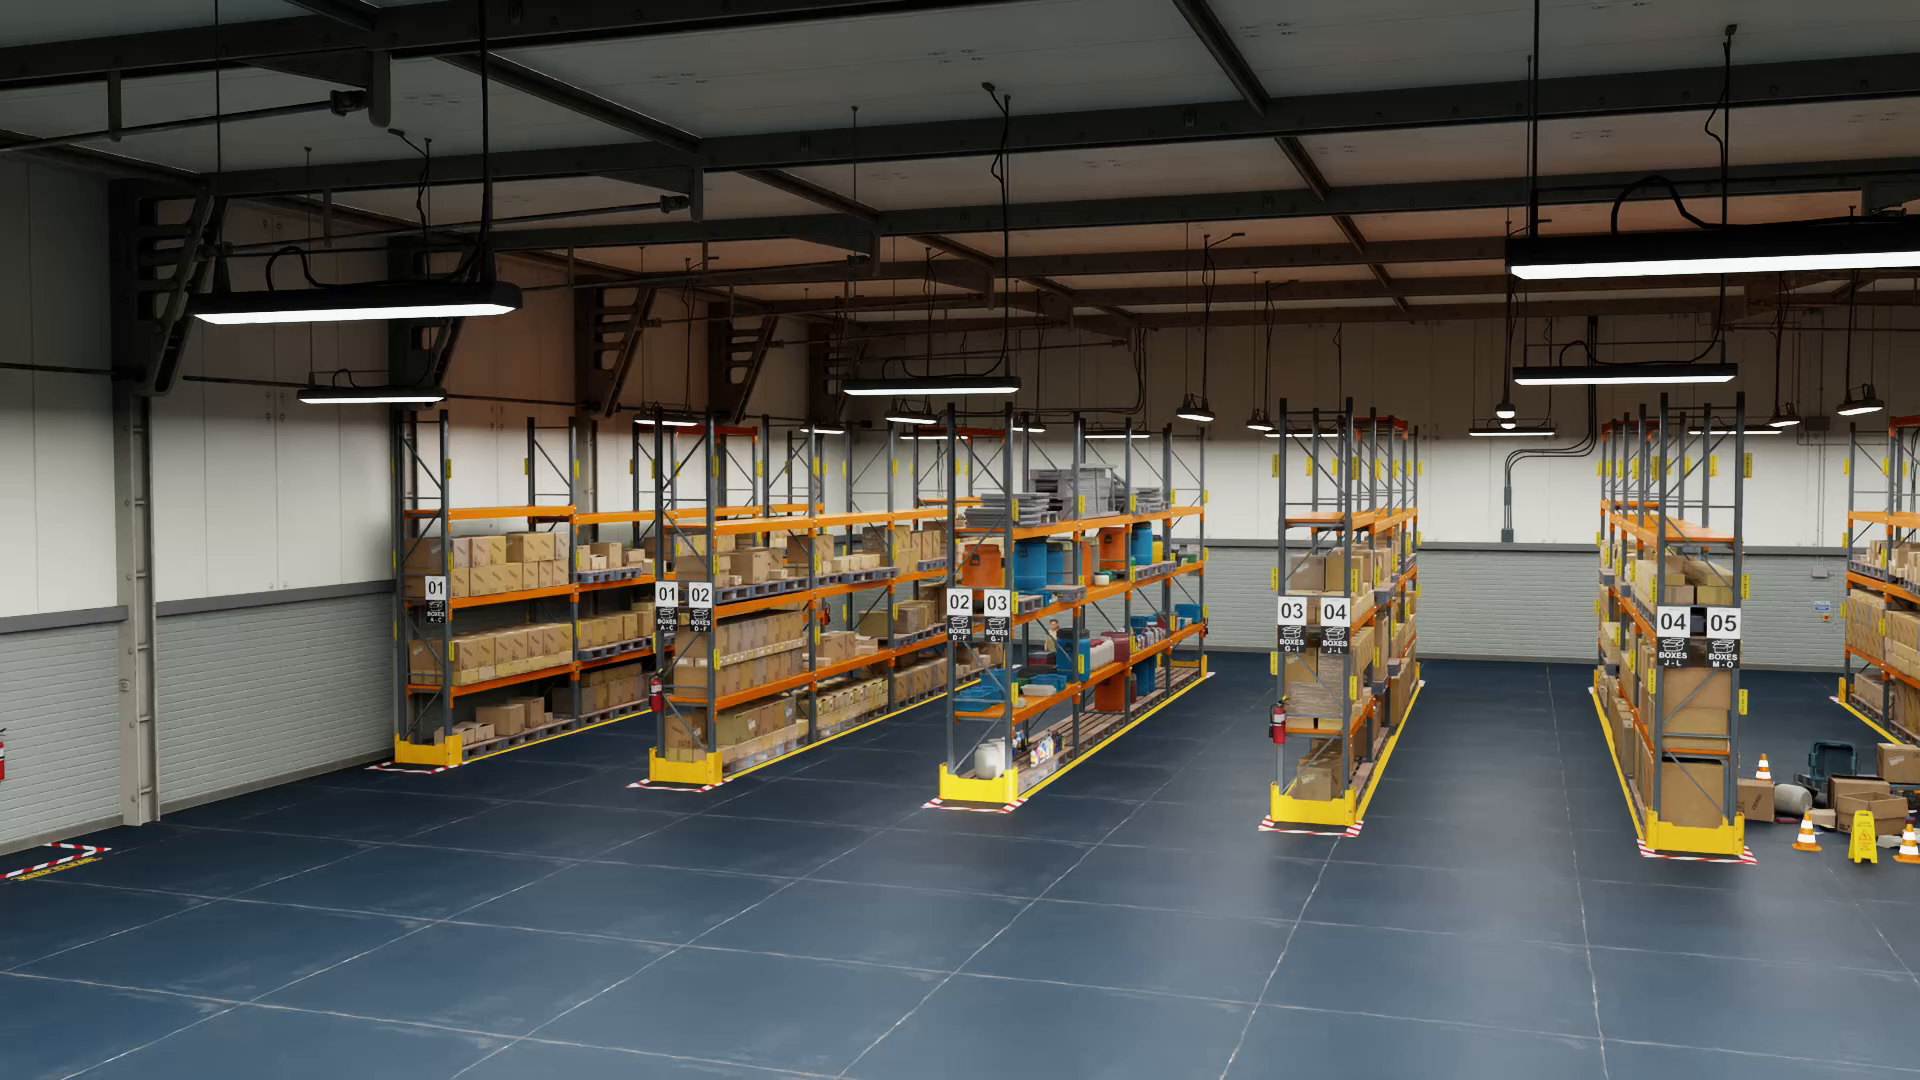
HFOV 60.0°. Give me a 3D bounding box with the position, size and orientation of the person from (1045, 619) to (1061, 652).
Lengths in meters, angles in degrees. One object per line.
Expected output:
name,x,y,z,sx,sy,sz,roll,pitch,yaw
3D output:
person,2.085,2.571,37.048,0.461,1.633,0.905,1,3,29
